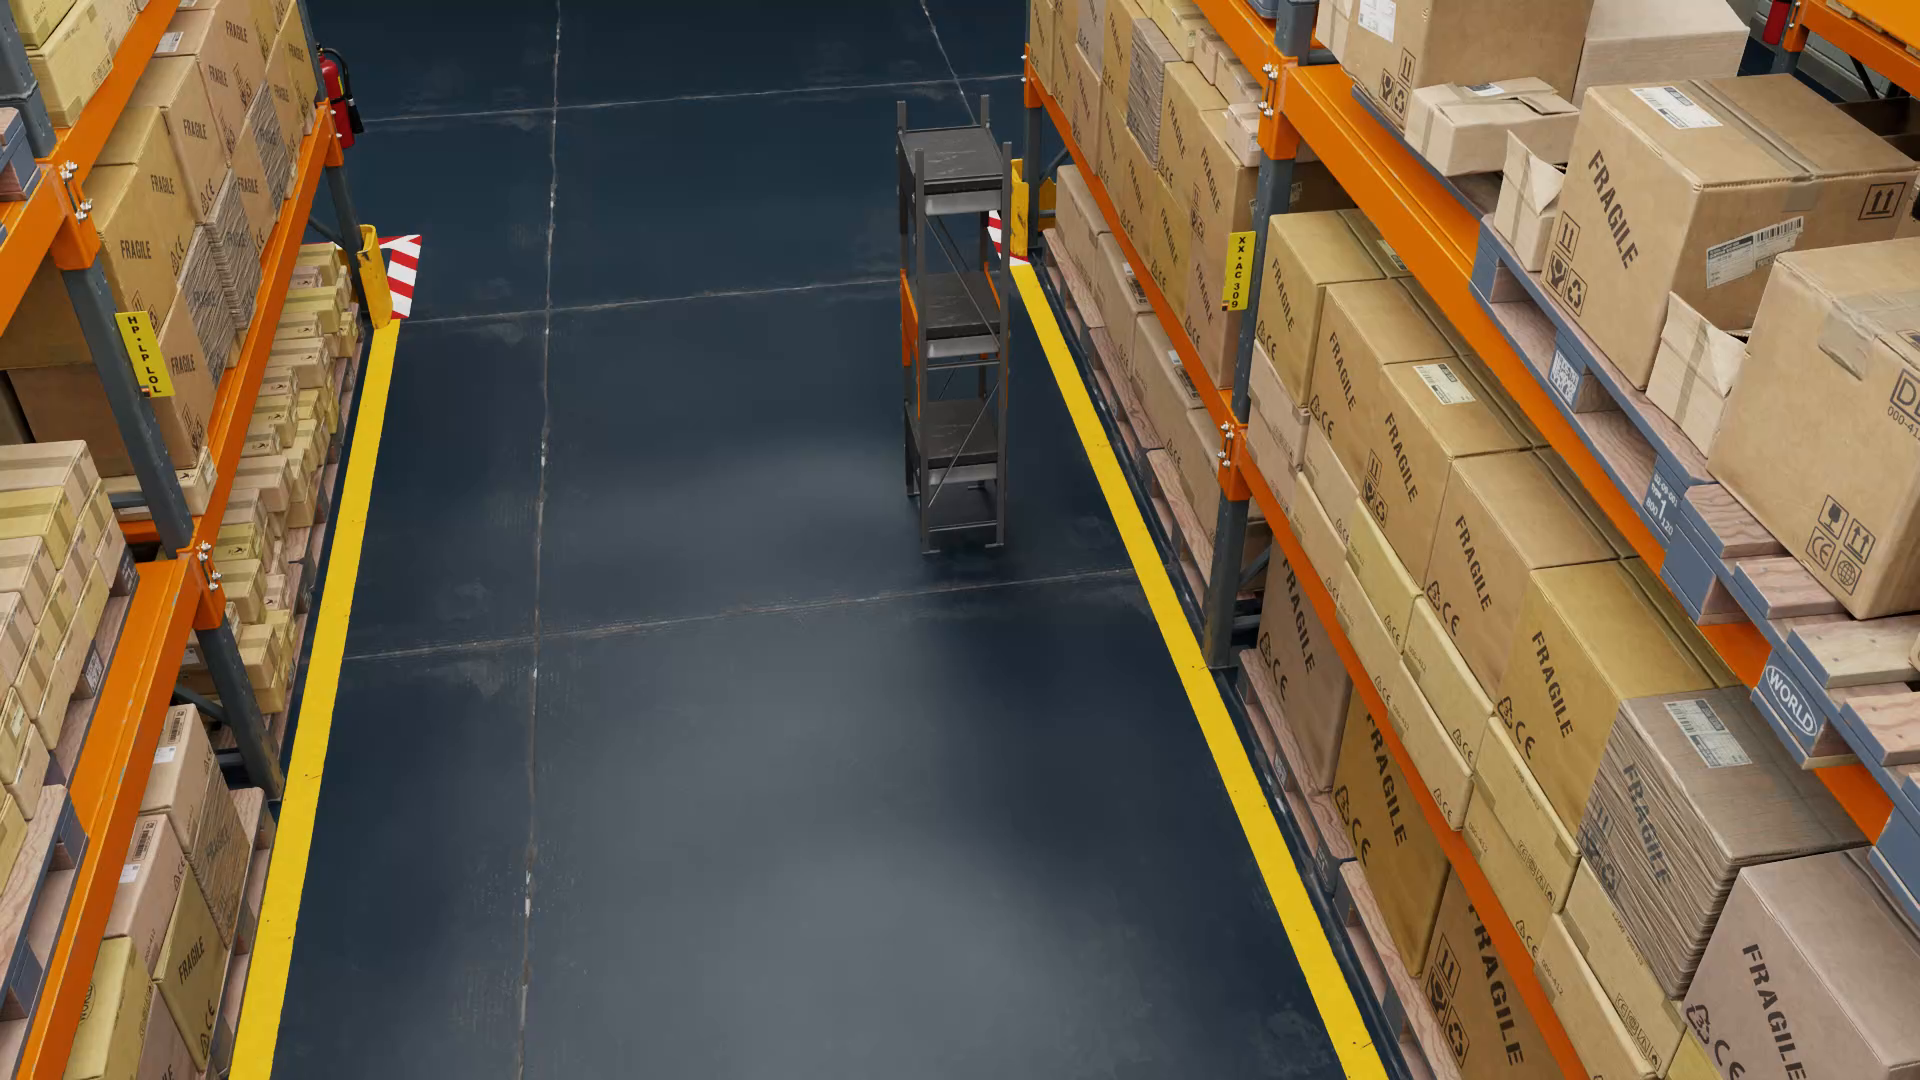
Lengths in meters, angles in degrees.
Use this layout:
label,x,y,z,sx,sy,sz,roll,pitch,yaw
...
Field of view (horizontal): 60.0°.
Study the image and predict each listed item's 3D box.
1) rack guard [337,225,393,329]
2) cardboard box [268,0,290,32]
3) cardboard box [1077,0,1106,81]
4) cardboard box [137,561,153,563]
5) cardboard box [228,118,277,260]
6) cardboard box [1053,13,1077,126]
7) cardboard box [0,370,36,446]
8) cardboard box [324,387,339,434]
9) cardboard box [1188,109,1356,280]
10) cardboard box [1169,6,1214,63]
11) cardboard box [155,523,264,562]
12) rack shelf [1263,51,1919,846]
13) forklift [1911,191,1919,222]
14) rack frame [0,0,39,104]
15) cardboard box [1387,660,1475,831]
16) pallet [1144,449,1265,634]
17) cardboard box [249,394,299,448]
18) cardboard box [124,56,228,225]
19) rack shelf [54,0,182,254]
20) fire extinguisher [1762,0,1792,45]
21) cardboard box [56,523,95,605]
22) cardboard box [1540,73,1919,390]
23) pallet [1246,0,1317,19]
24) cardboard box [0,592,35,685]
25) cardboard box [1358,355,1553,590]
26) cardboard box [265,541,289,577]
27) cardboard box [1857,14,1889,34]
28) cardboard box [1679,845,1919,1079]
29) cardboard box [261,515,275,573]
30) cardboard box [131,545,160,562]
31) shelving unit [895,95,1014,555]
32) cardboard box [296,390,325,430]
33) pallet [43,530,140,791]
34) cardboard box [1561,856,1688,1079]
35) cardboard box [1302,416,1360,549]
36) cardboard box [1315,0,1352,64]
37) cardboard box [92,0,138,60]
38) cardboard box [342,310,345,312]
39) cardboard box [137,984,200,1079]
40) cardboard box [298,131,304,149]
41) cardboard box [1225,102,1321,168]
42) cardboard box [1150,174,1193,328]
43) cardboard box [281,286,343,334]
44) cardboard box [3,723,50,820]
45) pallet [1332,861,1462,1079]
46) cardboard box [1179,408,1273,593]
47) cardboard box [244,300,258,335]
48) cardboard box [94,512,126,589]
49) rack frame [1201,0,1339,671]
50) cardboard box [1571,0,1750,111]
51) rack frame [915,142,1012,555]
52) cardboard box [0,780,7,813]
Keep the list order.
label,x,y,z,sx,sy,sz,roll,pitch,yaw
rack guard,-3.955,-1.481,9.649,1.175,0.500,0.348,-6,38,-8
cardboard box,-3.643,-2.817,8.191,0.500,0.500,0.500,-7,38,-9
cardboard box,0.886,-2.600,8.155,0.500,0.500,0.500,-7,38,-8
cardboard box,-3.707,0.104,7.310,0.380,0.149,0.250,-6,38,-8
cardboard box,-3.375,-1.508,7.323,0.500,0.500,0.500,-4,38,-6
cardboard box,0.805,-2.524,8.872,0.500,0.500,0.500,-7,38,-9
cardboard box,-3.630,-0.517,6.047,0.500,0.500,0.500,-6,38,-8
cardboard box,-3.402,-0.651,8.524,0.380,0.149,0.250,-8,39,-10
cardboard box,1.234,-1.381,6.587,0.500,0.500,0.500,-7,38,-8
cardboard box,1.106,-2.155,7.054,0.380,0.149,0.250,-7,38,-8
cardboard box,-3.206,0.076,7.104,0.380,0.149,0.250,-7,38,-9
rack shelf,1.939,-0.384,4.341,1.077,0.370,4.000,-6,38,-8
forklift,3.473,0.351,5.309,1.130,2.935,3.031,-5,38,-7
rack frame,-3.267,-2.467,3.991,1.000,3.000,0.127,-6,38,-8
cardboard box,1.651,0.588,5.070,0.500,0.250,0.500,-7,38,-9
pallet,1.532,-0.058,8.053,1.003,0.211,1.213,-6,38,-8
cardboard box,-3.372,-0.550,7.910,0.380,0.149,0.250,-6,38,-8
cardboard box,-3.270,-1.568,6.584,0.500,0.500,0.500,-6,38,-7
rack shelf,-3.618,-2.207,6.687,1.077,0.370,4.000,-6,38,-8
fire extinguisher,5.293,-3.505,10.584,0.296,0.674,0.183,-6,38,-8
cardboard box,-2.956,0.096,5.202,0.380,0.149,0.250,-6,38,-8
cardboard box,1.695,-0.699,3.736,0.500,0.500,0.500,-6,38,-8
pallet,1.455,-2.337,6.340,1.003,0.211,1.213,-6,38,-8
cardboard box,-2.867,0.298,4.698,0.380,0.149,0.250,-6,38,-8
cardboard box,1.585,-0.222,5.094,0.500,0.500,0.500,-7,38,-9
cardboard box,-3.250,0.154,7.488,0.380,0.149,0.250,-7,38,-9
cardboard box,5.651,-3.168,9.988,0.380,0.149,0.250,-5,38,-7
cardboard box,1.942,1.006,3.514,0.500,0.500,0.500,-7,38,-9
cardboard box,-3.271,0.041,7.391,0.380,0.149,0.250,-8,39,-10
cardboard box,-3.689,-0.025,7.234,0.380,0.149,0.250,-5,38,-6
shelving unit,-0.029,-0.929,7.634,0.431,2.100,0.503,-6,38,-8
cardboard box,-3.372,-0.602,8.219,0.380,0.149,0.250,-4,38,-6
pallet,-3.276,0.455,5.276,1.003,0.211,1.213,-6,38,-8
cardboard box,1.861,1.011,4.118,0.500,0.250,0.500,-7,38,-9
cardboard box,1.507,-0.222,5.706,0.500,0.250,0.500,-6,38,-7
cardboard box,1.332,-1.649,5.150,0.396,0.266,0.258,-7,38,-8
cardboard box,-3.185,-1.833,5.742,0.500,0.250,0.500,-7,38,-9
cardboard box,-3.671,-1.259,9.307,0.380,0.149,0.250,-6,38,-7
cardboard box,-2.714,1.763,5.131,0.500,0.500,0.500,-7,38,-9
cardboard box,-3.626,-2.094,8.606,0.380,0.149,0.250,-6,38,-8
cardboard box,1.221,-1.534,6.254,0.380,0.149,0.250,-7,38,-9
cardboard box,1.160,-1.294,7.289,0.500,0.500,0.500,-7,38,-9
cardboard box,-3.468,-1.196,8.741,0.380,0.149,0.250,-7,38,-9
cardboard box,-2.817,0.680,4.692,0.380,0.149,0.250,-8,39,-10
pallet,2.015,1.606,5.911,1.003,0.211,1.213,-6,38,-8
cardboard box,1.584,-0.237,7.756,0.875,0.438,0.875,-7,38,-9
cardboard box,-3.273,-0.996,7.191,0.380,0.149,0.250,-5,38,-6
cardboard box,-3.003,0.054,5.499,0.380,0.149,0.250,-7,38,-9
rack frame,1.589,-0.692,6.596,1.000,3.000,0.127,-6,38,-8
cardboard box,1.950,-1.497,4.918,0.500,0.311,0.500,-6,38,-8
rack frame,0.014,-0.782,7.445,0.400,2.100,0.015,-6,38,-8
cardboard box,-2.768,0.732,4.382,0.380,0.149,0.250,-6,38,-8
